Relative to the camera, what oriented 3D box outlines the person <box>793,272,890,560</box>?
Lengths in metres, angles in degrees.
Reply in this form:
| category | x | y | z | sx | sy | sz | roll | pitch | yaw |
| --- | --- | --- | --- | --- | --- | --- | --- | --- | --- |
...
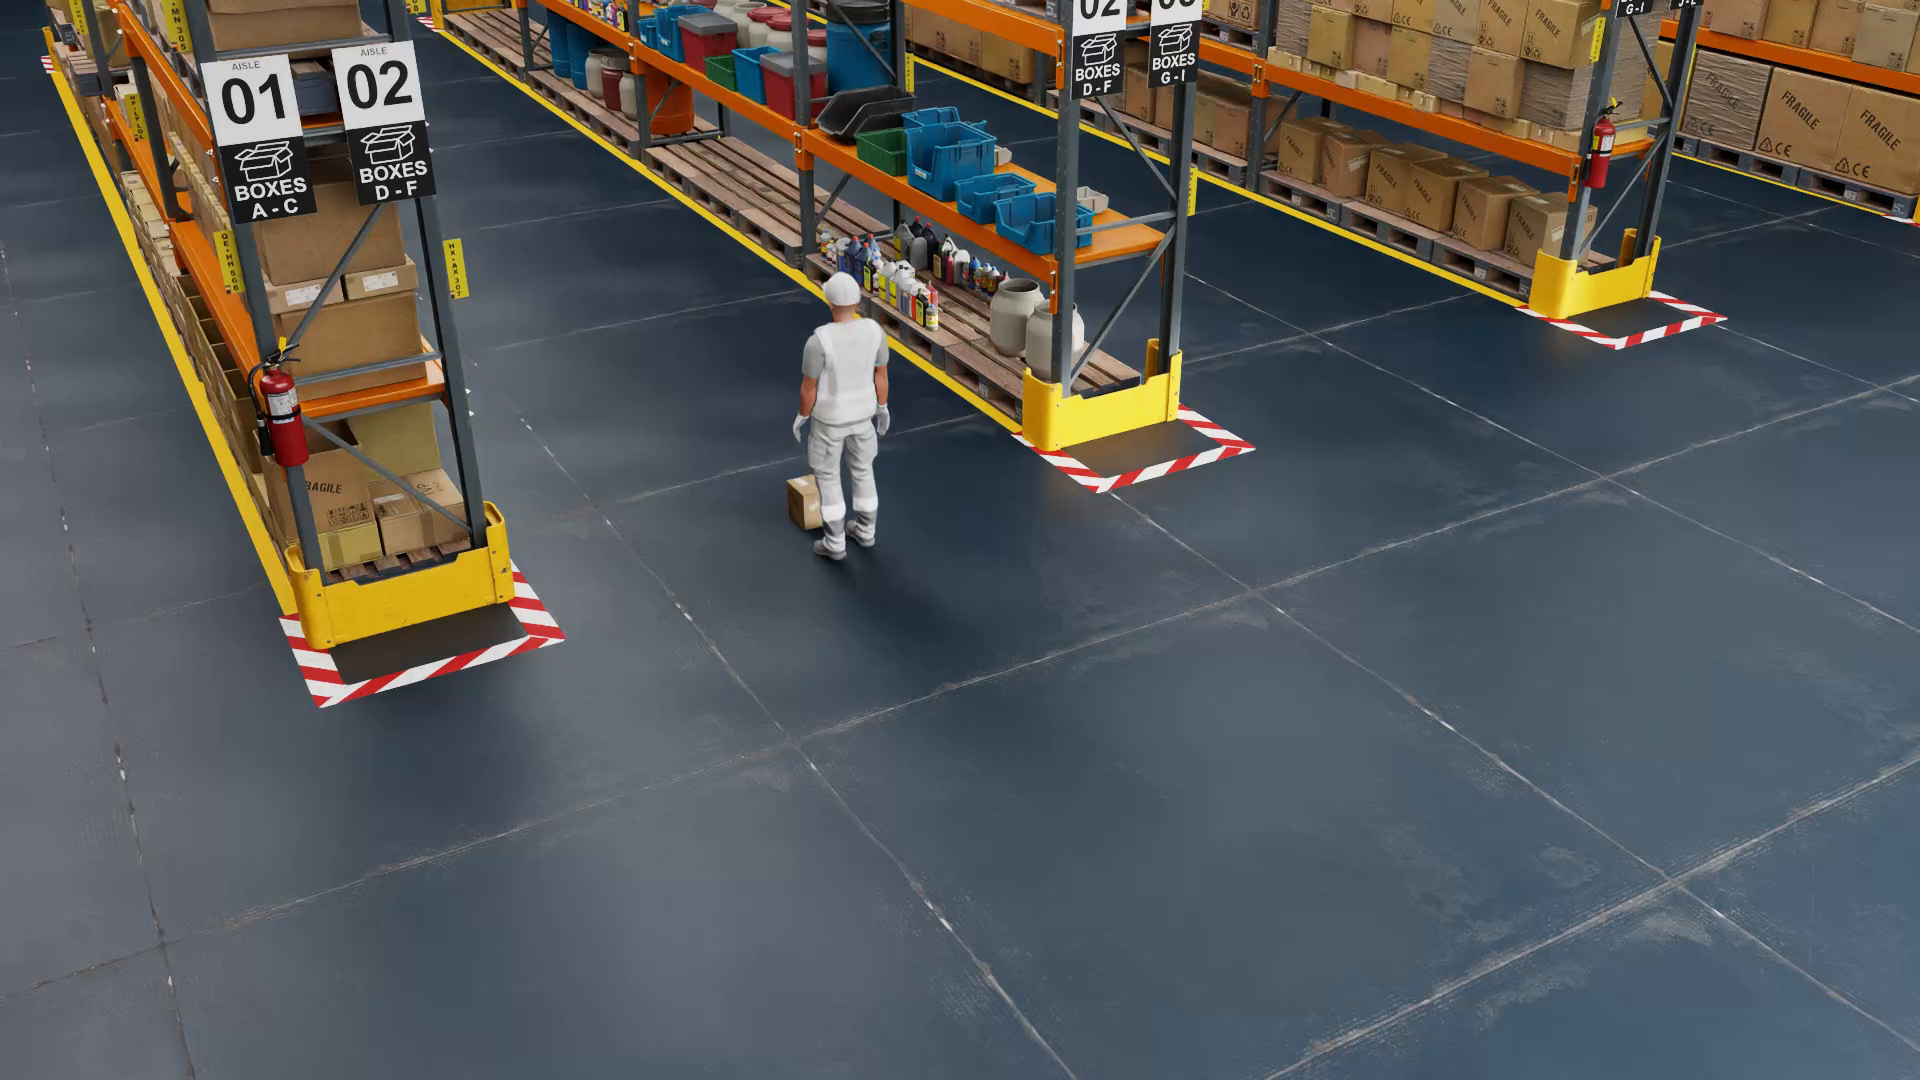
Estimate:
| category | x | y | z | sx | sy | sz | roll | pitch | yaw |
| --- | --- | --- | --- | --- | --- | --- | --- | --- | --- |
| person | -0.712 | -0.743 | 9.886 | 0.587 | 1.809 | 0.423 | -15 | 32 | -26 |
